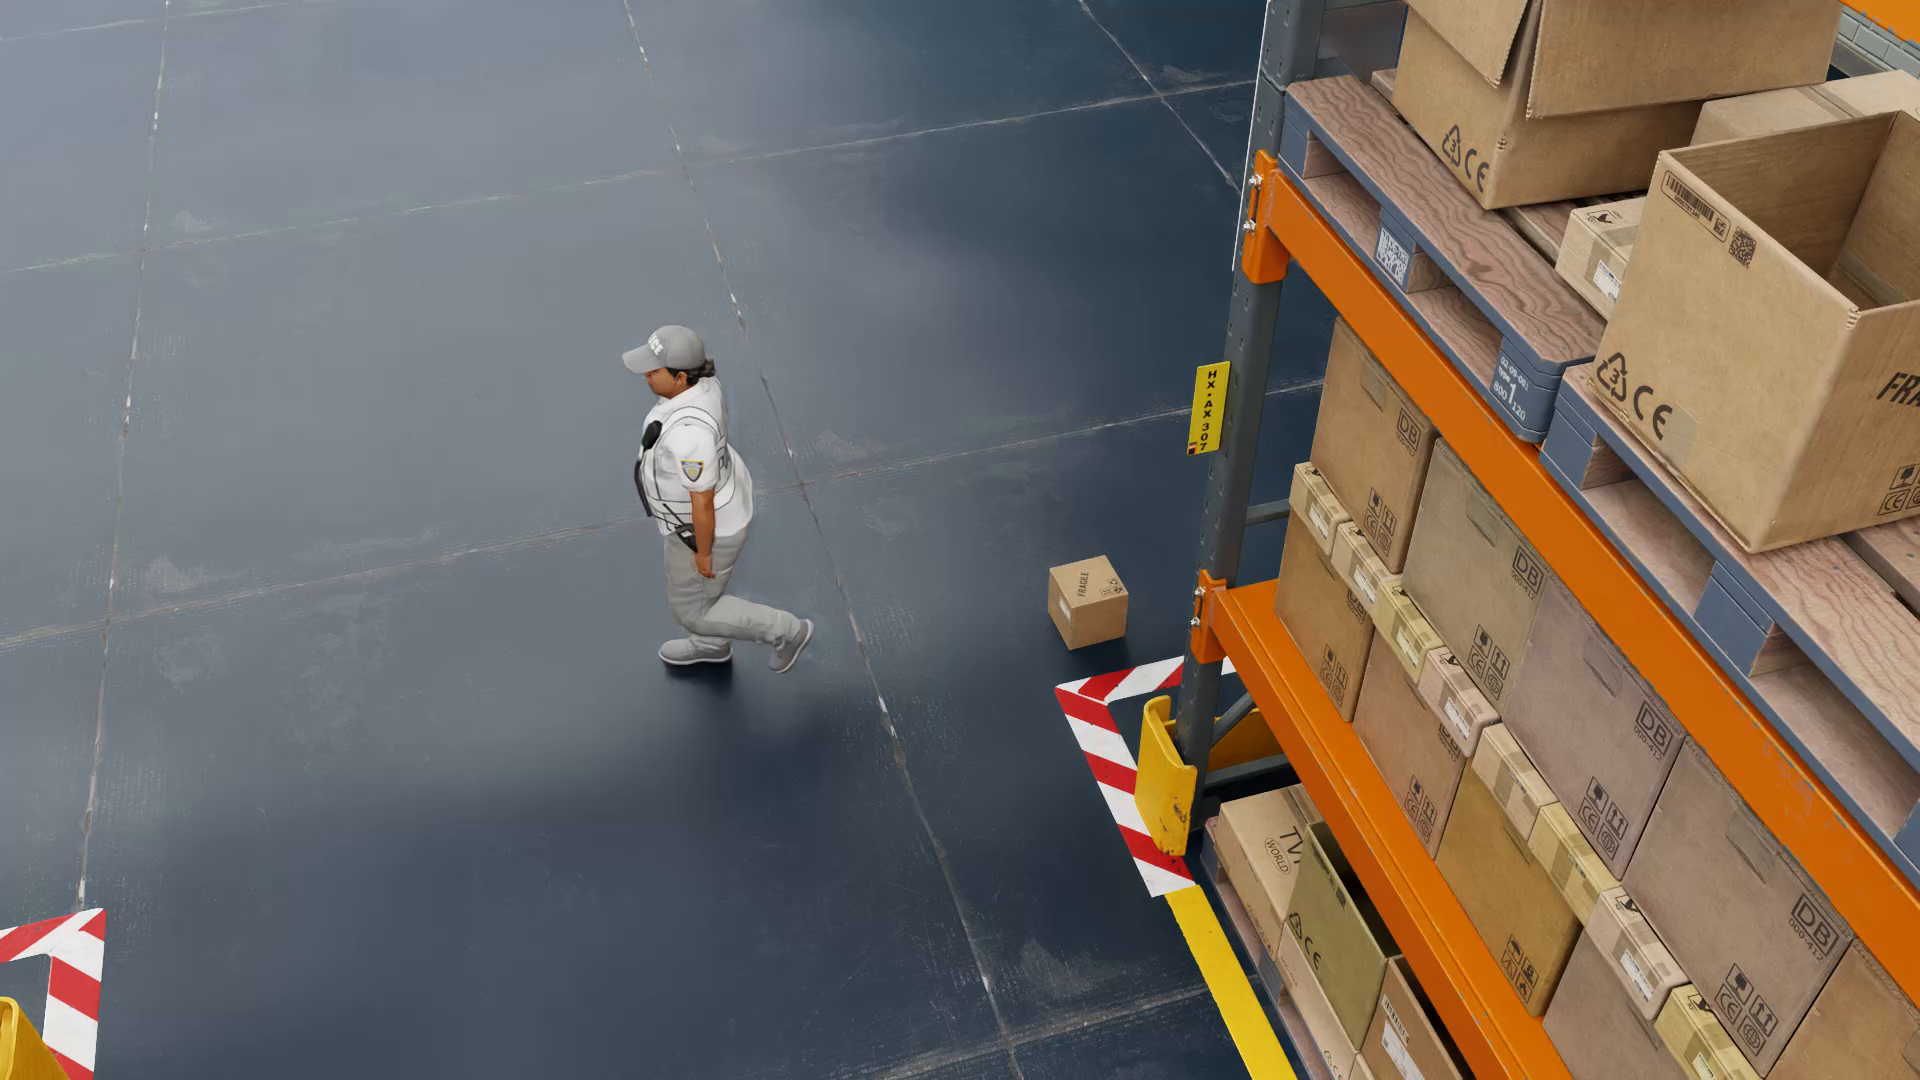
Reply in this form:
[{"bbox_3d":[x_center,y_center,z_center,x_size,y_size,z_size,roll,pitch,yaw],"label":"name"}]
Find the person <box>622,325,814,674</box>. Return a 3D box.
[{"bbox_3d":[-0.915,-0.096,6.236,0.626,1.644,0.487,-4,43,-4],"label":"person"}]
